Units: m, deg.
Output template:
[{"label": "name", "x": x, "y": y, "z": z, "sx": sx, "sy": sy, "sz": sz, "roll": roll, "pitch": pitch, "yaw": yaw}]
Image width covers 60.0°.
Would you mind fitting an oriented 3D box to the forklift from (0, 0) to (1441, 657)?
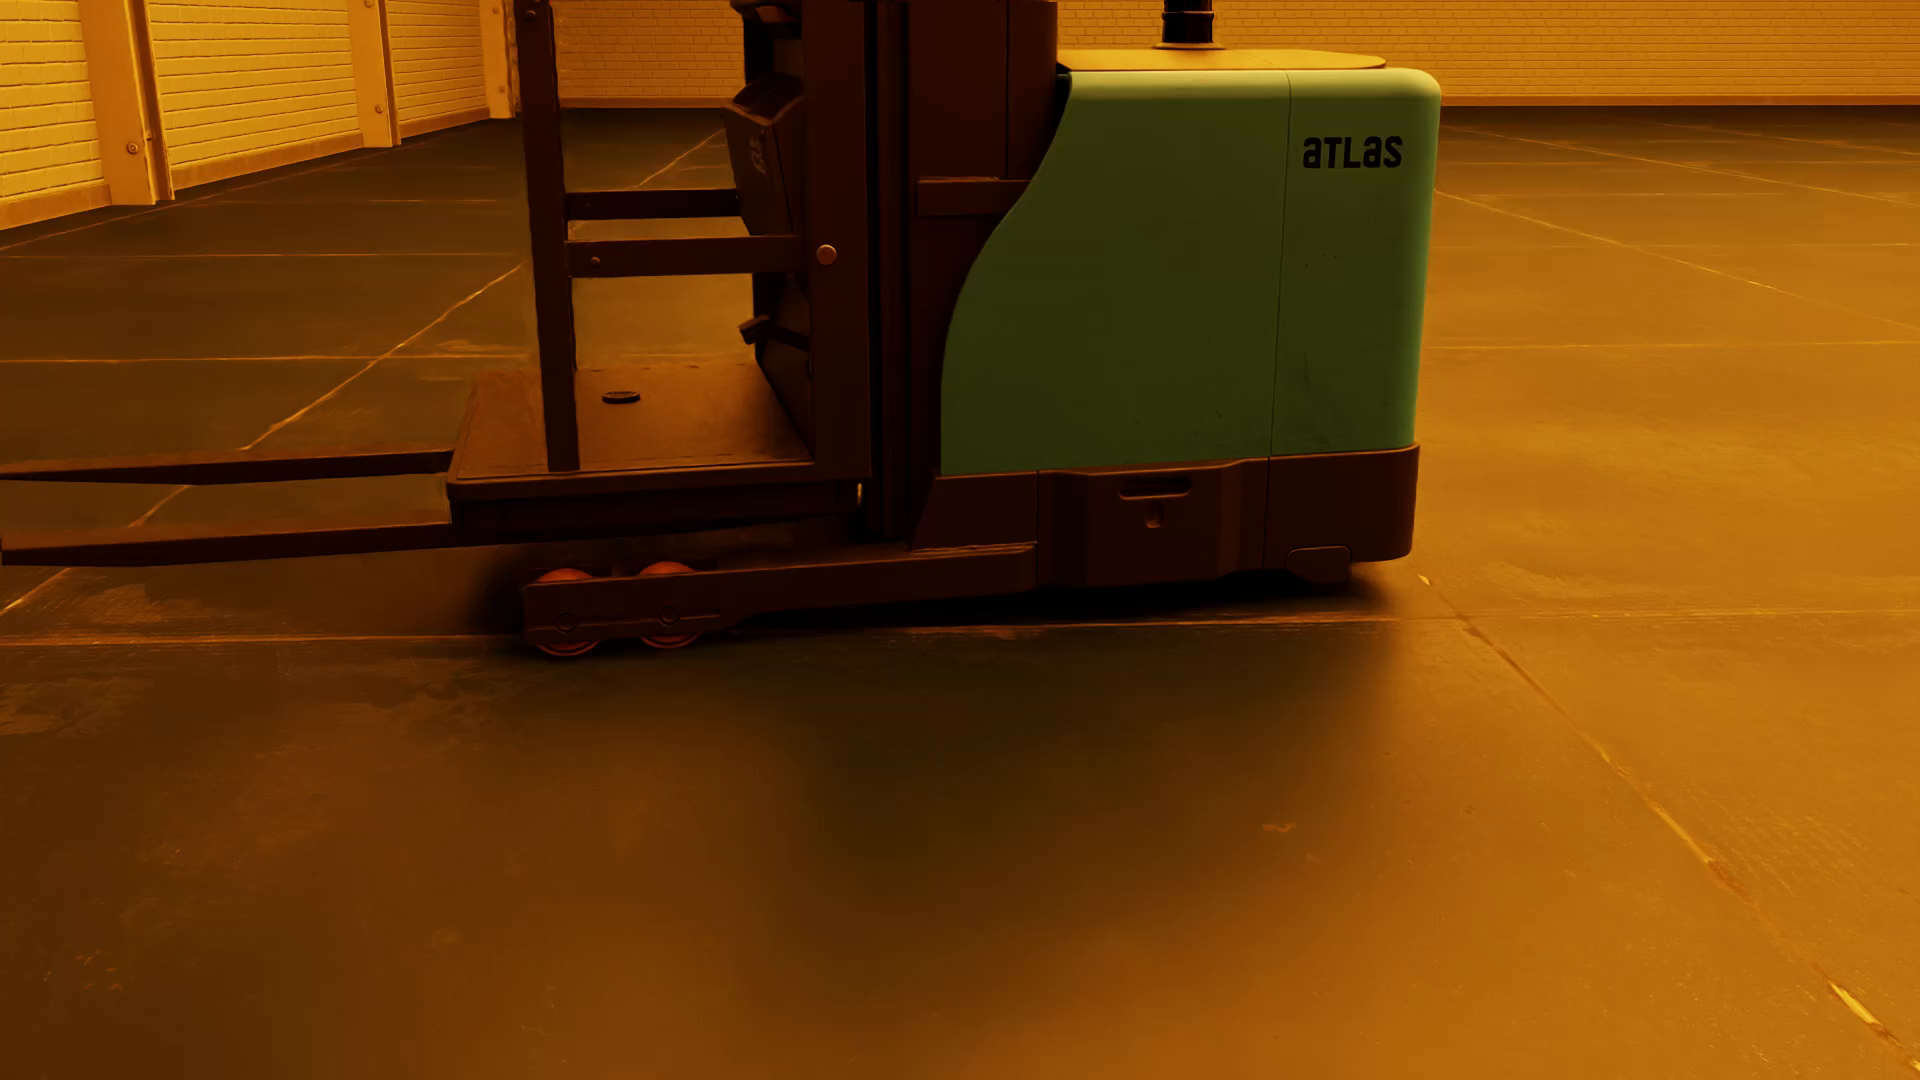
[{"label": "forklift", "x": -0.593, "y": -1.347, "z": 3.311, "sx": 3.031, "sy": 2.935, "sz": 1.130, "roll": -4, "pitch": 17, "yaw": -12}]
